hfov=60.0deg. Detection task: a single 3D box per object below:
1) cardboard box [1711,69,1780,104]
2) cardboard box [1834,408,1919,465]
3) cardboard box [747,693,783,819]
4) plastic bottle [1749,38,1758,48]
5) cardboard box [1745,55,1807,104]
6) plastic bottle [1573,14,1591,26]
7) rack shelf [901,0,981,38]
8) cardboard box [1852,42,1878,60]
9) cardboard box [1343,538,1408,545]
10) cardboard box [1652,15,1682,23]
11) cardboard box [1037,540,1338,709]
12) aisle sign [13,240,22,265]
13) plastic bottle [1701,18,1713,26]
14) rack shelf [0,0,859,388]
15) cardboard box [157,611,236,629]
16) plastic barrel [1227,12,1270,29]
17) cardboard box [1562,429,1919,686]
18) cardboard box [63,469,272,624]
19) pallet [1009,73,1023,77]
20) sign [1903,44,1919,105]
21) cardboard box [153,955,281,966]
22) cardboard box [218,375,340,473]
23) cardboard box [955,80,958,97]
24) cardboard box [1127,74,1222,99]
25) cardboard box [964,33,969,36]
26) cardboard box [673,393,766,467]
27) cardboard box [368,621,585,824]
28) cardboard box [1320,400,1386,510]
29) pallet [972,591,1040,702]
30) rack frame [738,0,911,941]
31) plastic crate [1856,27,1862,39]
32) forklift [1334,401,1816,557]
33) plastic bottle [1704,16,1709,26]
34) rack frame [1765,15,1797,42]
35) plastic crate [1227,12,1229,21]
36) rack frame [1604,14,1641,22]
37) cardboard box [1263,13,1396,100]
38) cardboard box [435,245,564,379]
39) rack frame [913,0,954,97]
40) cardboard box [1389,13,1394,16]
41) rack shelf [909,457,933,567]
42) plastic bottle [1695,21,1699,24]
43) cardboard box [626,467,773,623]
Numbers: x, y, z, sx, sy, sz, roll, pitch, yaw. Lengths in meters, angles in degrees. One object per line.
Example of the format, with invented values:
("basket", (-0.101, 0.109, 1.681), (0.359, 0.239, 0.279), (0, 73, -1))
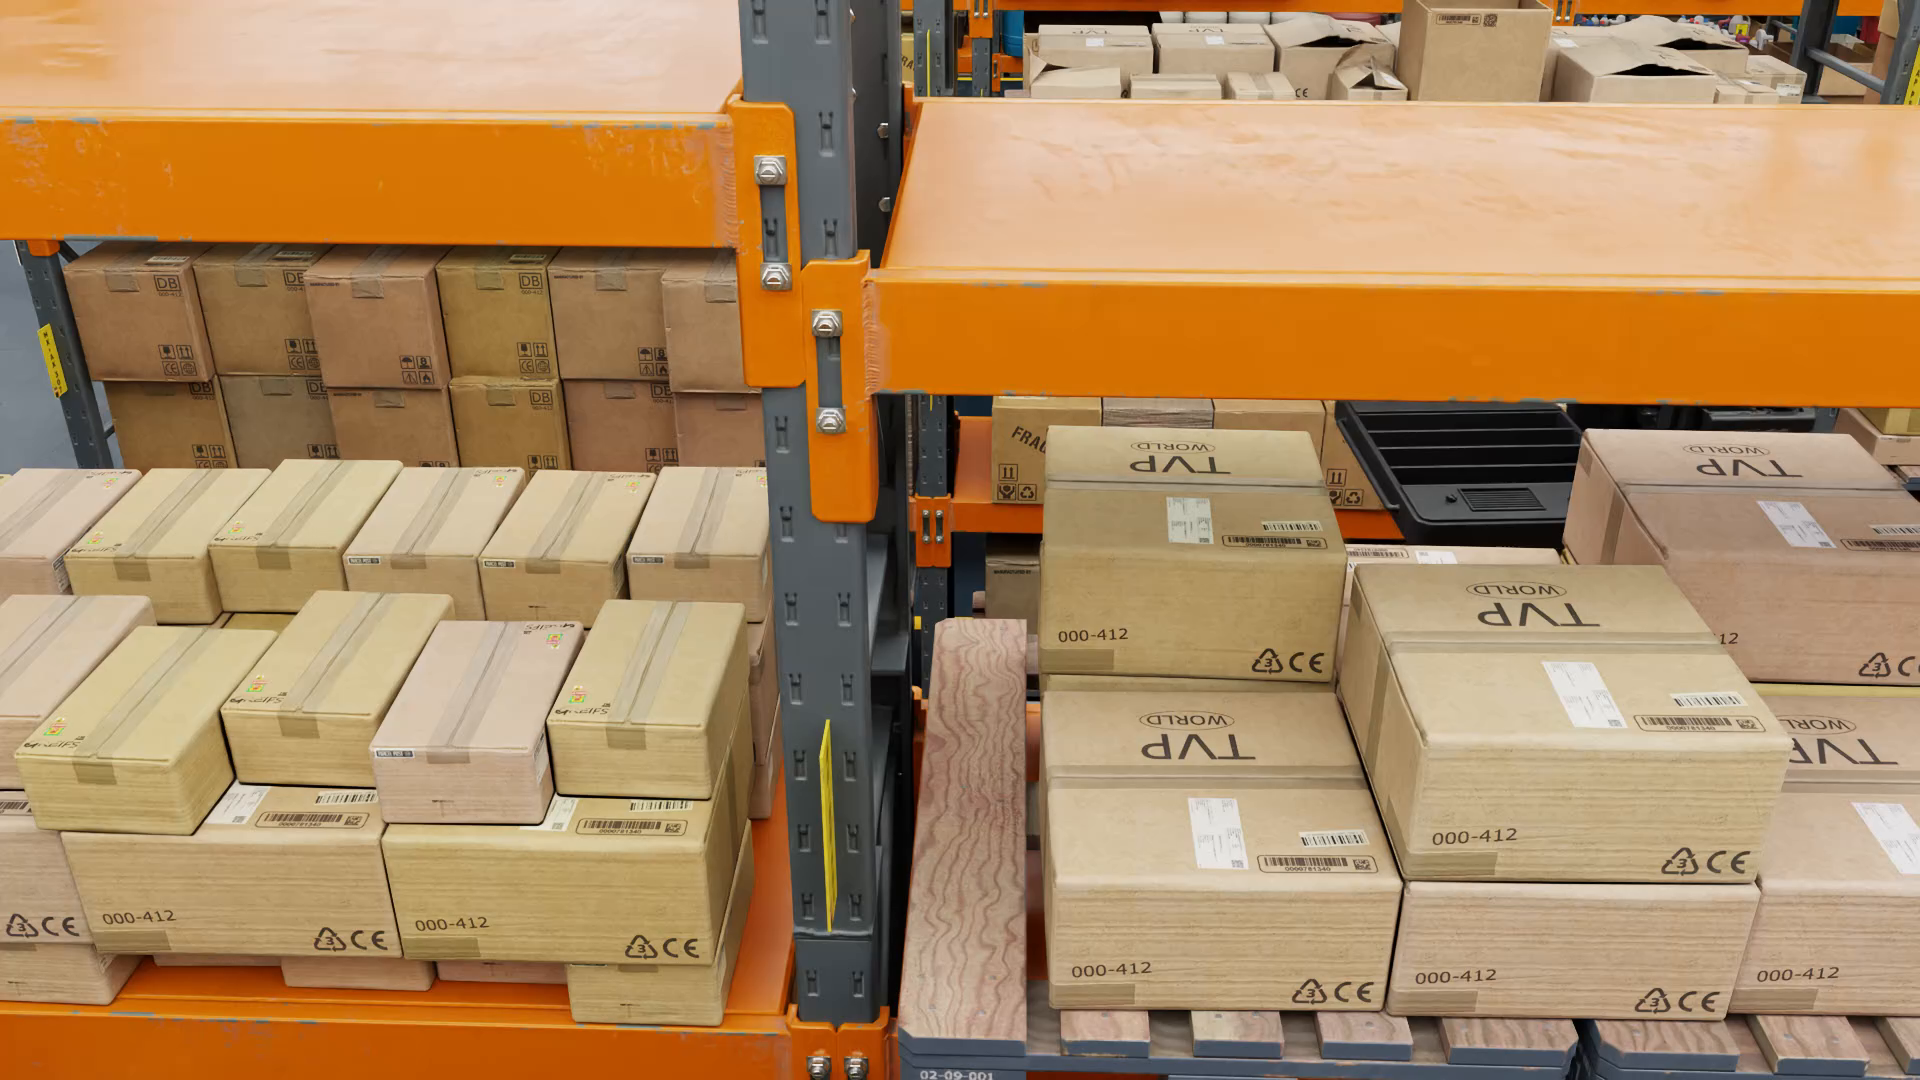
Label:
("cardboard box", (3.281, -1.883, 7.092), (0.250, 0.166, 0.380), (1, 28, 2))
("cardboard box", (4.327, -0.497, 7.805), (0.250, 0.149, 0.380), (1, 28, 1))
("cardboard box", (-0.490, 0.392, 3.373), (0.250, 0.149, 0.380), (1, 28, 1))
("plastic bottle", (7.813, -4.853, 16.415), (0.097, 0.201, 0.097), (0, 28, 0))
("cardboard box", (3.559, -2.049, 7.423), (0.250, 0.149, 0.380), (0, 28, 0))
("plastic bottle", (6.375, -5.288, 17.075), (0.185, 0.351, 0.144), (1, 28, 2))
("rack shelf", (-1.833, -3.951, 12.067), (4.000, 0.370, 1.077), (1, 28, 2))
("cardboard box", (6.836, -3.289, 12.075), (0.637, 0.503, 0.797), (1, 28, 2))
("cardboard box", (2.408, 0.219, 8.588), (0.750, 0.750, 1.050), (1, 28, 3))
("cardboard box", (9.093, -6.629, 21.751), (0.500, 0.500, 0.500), (1, 28, 2))
("cardboard box", (0.405, 0.225, 3.132), (0.500, 0.250, 0.500), (0, 28, 1))
("aisle sign", (-4.189, -1.666, 7.415), (0.004, 0.787, 0.394), (1, 28, 2))
("plastic bottle", (7.410, -5.005, 16.541), (0.185, 0.351, 0.144), (1, 28, 2))
("rack shelf", (-2.183, -0.637, 2.614), (4.000, 0.370, 1.077), (1, 28, 2))
("cardboard box", (-1.630, 0.183, 3.341), (0.500, 0.250, 0.500), (1, 28, 2))
("plastic barrel", (2.881, -5.136, 16.617), (0.421, 0.512, 0.421), (0, 28, 0))
("cardboard box", (1.420, 0.019, 2.987), (0.500, 0.250, 0.500), (1, 28, 3))
("cardboard box", (-1.523, 0.007, 3.249), (0.250, 0.149, 0.380), (0, 28, 0))
("pallet", (1.257, -6.322, 21.950), (1.213, 0.211, 1.003), (1, 28, 2))
("sign", (3.859, -1.854, 6.705), (0.005, 0.325, 0.100), (1, 28, 2))
("cardboard box", (-1.268, 0.586, 3.007), (0.250, 0.149, 0.380), (0, 28, 0))
("cardboard box", (-3.185, -0.739, 8.282), (0.550, 0.550, 0.875), (1, 28, 2))
("cardboard box", (-0.282, -3.123, 12.514), (0.500, 0.500, 0.875), (1, 28, 2))
("cardboard box", (0.917, -1.902, 7.145), (0.380, 0.149, 0.250), (1, 28, 2))
("cardboard box", (0.048, -6.424, 21.652), (0.500, 0.250, 0.500), (1, 28, 2))
("cardboard box", (-1.030, -0.656, 8.125), (0.550, 0.550, 0.875), (1, 28, 2))
("cardboard box", (-0.771, 0.290, 2.715), (0.250, 0.149, 0.380), (0, 28, 1))
("cardboard box", (1.917, -0.474, 7.835), (0.500, 0.500, 0.500), (1, 28, 3))
("pallet", (0.663, 0.619, 8.857), (1.213, 0.211, 1.003), (1, 28, 2))
("rack frame", (-0.184, -0.923, 2.383), (0.127, 3.000, 1.000), (1, 28, 2))
("plastic crate", (9.463, -5.109, 16.915), (0.590, 0.125, 0.437), (1, 28, 2))
("forklift", (1.825, 0.597, 5.995), (3.031, 2.935, 1.130), (-1, 28, -2))
("plastic bottle", (7.637, -5.243, 17.075), (0.097, 0.271, 0.097), (0, 28, 0))
("rack frame", (8.335, -5.097, 16.662), (0.127, 3.000, 1.000), (1, 28, 2))
("plastic crate", (2.734, -5.361, 17.093), (0.583, 0.464, 0.402), (1, 28, 2))
("rack frame", (8.514, -7.415, 21.036), (0.127, 3.000, 1.000), (1, 28, 2))
("cardboard box", (1.649, -2.180, 7.498), (0.500, 0.311, 0.500), (0, 28, 0))
("cardboard box", (-2.096, -1.189, 7.978), (0.500, 0.550, 0.875), (1, 28, 2))
("rack frame", (-0.110, -3.241, 6.757), (0.127, 3.000, 1.000), (1, 28, 2))
("cardboard box", (5.516, -6.998, 21.647), (0.500, 0.250, 0.500), (2, 28, 4))
("rack shelf", (-2.109, -0.306, 8.393), (4.000, 0.370, 1.077), (1, 28, 2))
("plastic bottle", (7.220, -4.940, 16.419), (0.185, 0.351, 0.144), (1, 28, 2))
("cardboard box", (-0.487, 0.003, 3.256), (0.250, 0.149, 0.380), (0, 28, 1))
